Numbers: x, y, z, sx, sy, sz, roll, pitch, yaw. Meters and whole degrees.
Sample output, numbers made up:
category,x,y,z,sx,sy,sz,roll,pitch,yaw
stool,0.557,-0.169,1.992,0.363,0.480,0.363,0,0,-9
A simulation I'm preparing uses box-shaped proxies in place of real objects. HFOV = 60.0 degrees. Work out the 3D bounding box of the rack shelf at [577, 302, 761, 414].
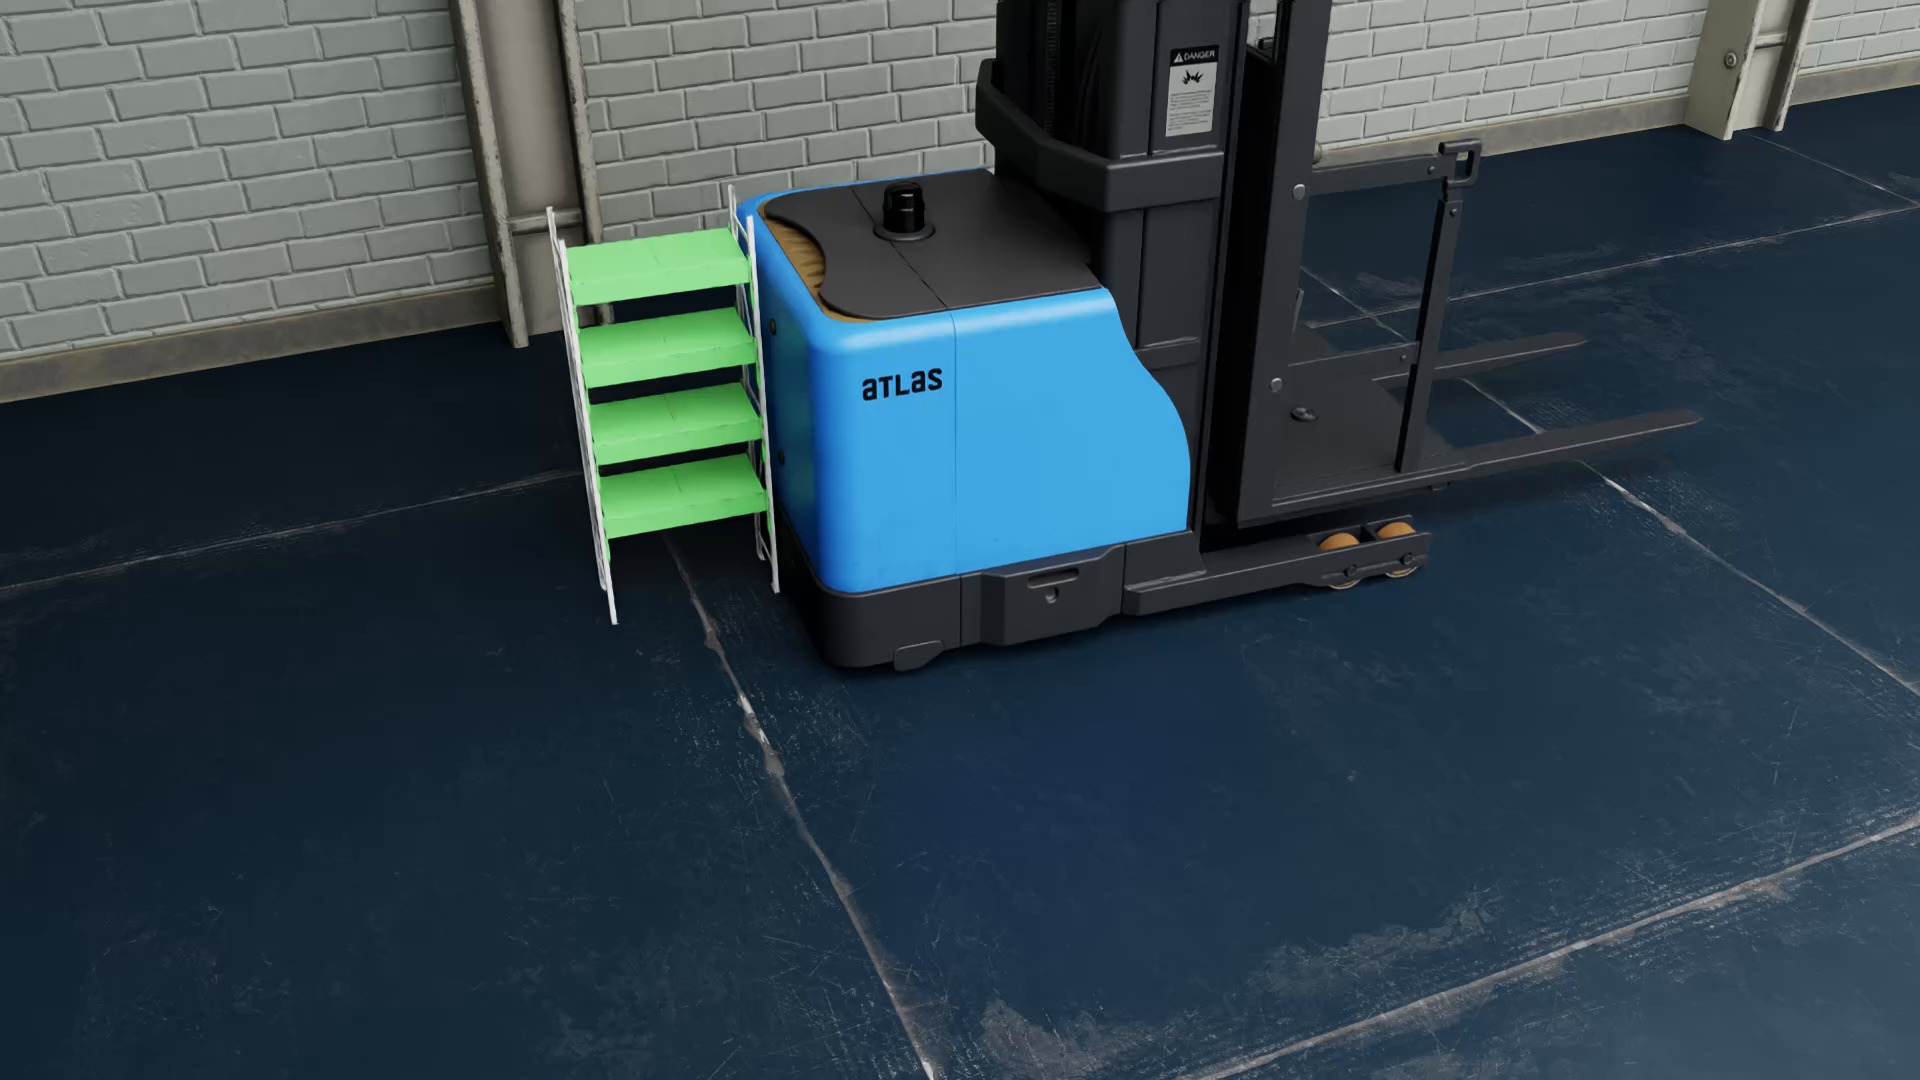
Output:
category,x,y,z,sx,sy,sz,roll,pitch,yaw
rack shelf,-0.819,-0.508,4.607,0.480,0.148,0.258,-11,35,-16

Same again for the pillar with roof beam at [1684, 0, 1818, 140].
category,x,y,z,sx,sy,sz,roll,pitch,yaw
pillar with roof beam,5.611,-3.728,2.728,0.400,9.000,9.100,-13,35,-19

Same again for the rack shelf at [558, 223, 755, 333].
category,x,y,z,sx,sy,sz,roll,pitch,yaw
rack shelf,-0.819,-0.709,4.476,0.480,0.148,0.258,-11,35,-16

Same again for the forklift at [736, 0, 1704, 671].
category,x,y,z,sx,sy,sz,roll,pitch,yaw
forklift,0.903,-1.341,4.623,3.031,2.935,1.130,-11,35,-16

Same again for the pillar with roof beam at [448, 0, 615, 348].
category,x,y,z,sx,sy,sz,roll,pitch,yaw
pillar with roof beam,0.078,-2.461,0.781,0.400,9.000,9.100,-13,35,-19

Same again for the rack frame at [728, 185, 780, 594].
category,x,y,z,sx,sy,sz,roll,pitch,yaw
rack frame,-0.588,-0.404,4.770,0.015,1.200,0.240,-11,35,-16

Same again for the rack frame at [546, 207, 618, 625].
category,x,y,z,sx,sy,sz,roll,pitch,yaw
rack frame,-1.049,-0.317,4.636,0.015,1.200,0.240,-11,35,-16

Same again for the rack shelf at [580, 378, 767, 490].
category,x,y,z,sx,sy,sz,roll,pitch,yaw
rack shelf,-0.819,-0.307,4.738,0.480,0.148,0.258,-11,35,-16

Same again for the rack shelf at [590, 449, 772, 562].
category,x,y,z,sx,sy,sz,roll,pitch,yaw
rack shelf,-0.819,-0.105,4.869,0.480,0.148,0.258,-11,35,-16

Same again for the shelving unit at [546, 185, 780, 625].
category,x,y,z,sx,sy,sz,roll,pitch,yaw
shelving unit,-0.819,-0.360,4.703,0.503,1.200,0.258,-11,35,-16
